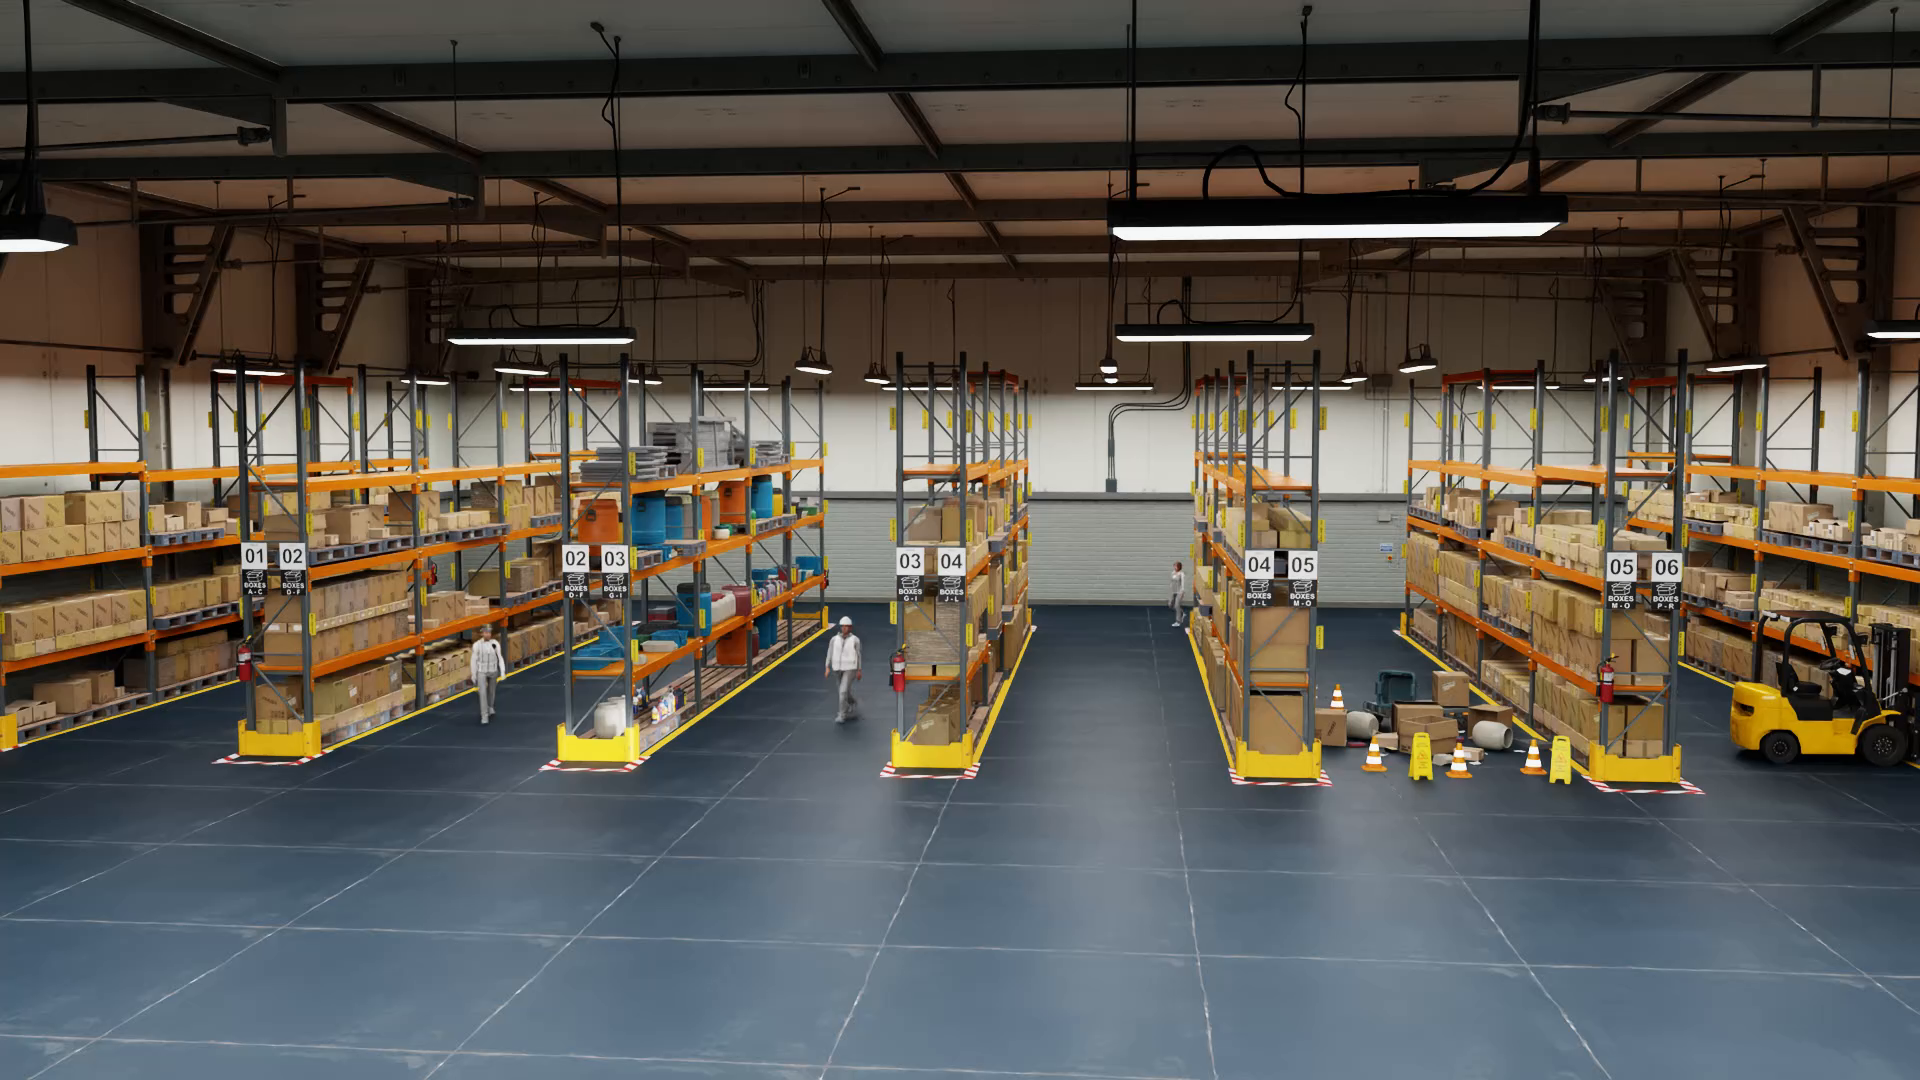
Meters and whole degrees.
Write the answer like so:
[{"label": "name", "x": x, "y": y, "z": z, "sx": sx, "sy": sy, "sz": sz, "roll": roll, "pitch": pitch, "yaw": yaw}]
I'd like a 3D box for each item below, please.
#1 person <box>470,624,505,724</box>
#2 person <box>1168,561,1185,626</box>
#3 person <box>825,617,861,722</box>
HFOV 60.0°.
[{"label": "person", "x": -7.887, "y": 2.194, "z": 27.751, "sx": 0.547, "sy": 1.608, "sz": 1.082, "roll": -2, "pitch": 4, "yaw": -21}, {"label": "person", "x": 5.346, "y": 1.315, "z": 40.618, "sx": 0.487, "sy": 1.572, "sz": 0.412, "roll": -3, "pitch": 5, "yaw": -35}, {"label": "person", "x": -1.952, "y": 2.154, "z": 27.881, "sx": 0.534, "sy": 1.725, "sz": 0.989, "roll": 2, "pitch": 5, "yaw": 26}]
